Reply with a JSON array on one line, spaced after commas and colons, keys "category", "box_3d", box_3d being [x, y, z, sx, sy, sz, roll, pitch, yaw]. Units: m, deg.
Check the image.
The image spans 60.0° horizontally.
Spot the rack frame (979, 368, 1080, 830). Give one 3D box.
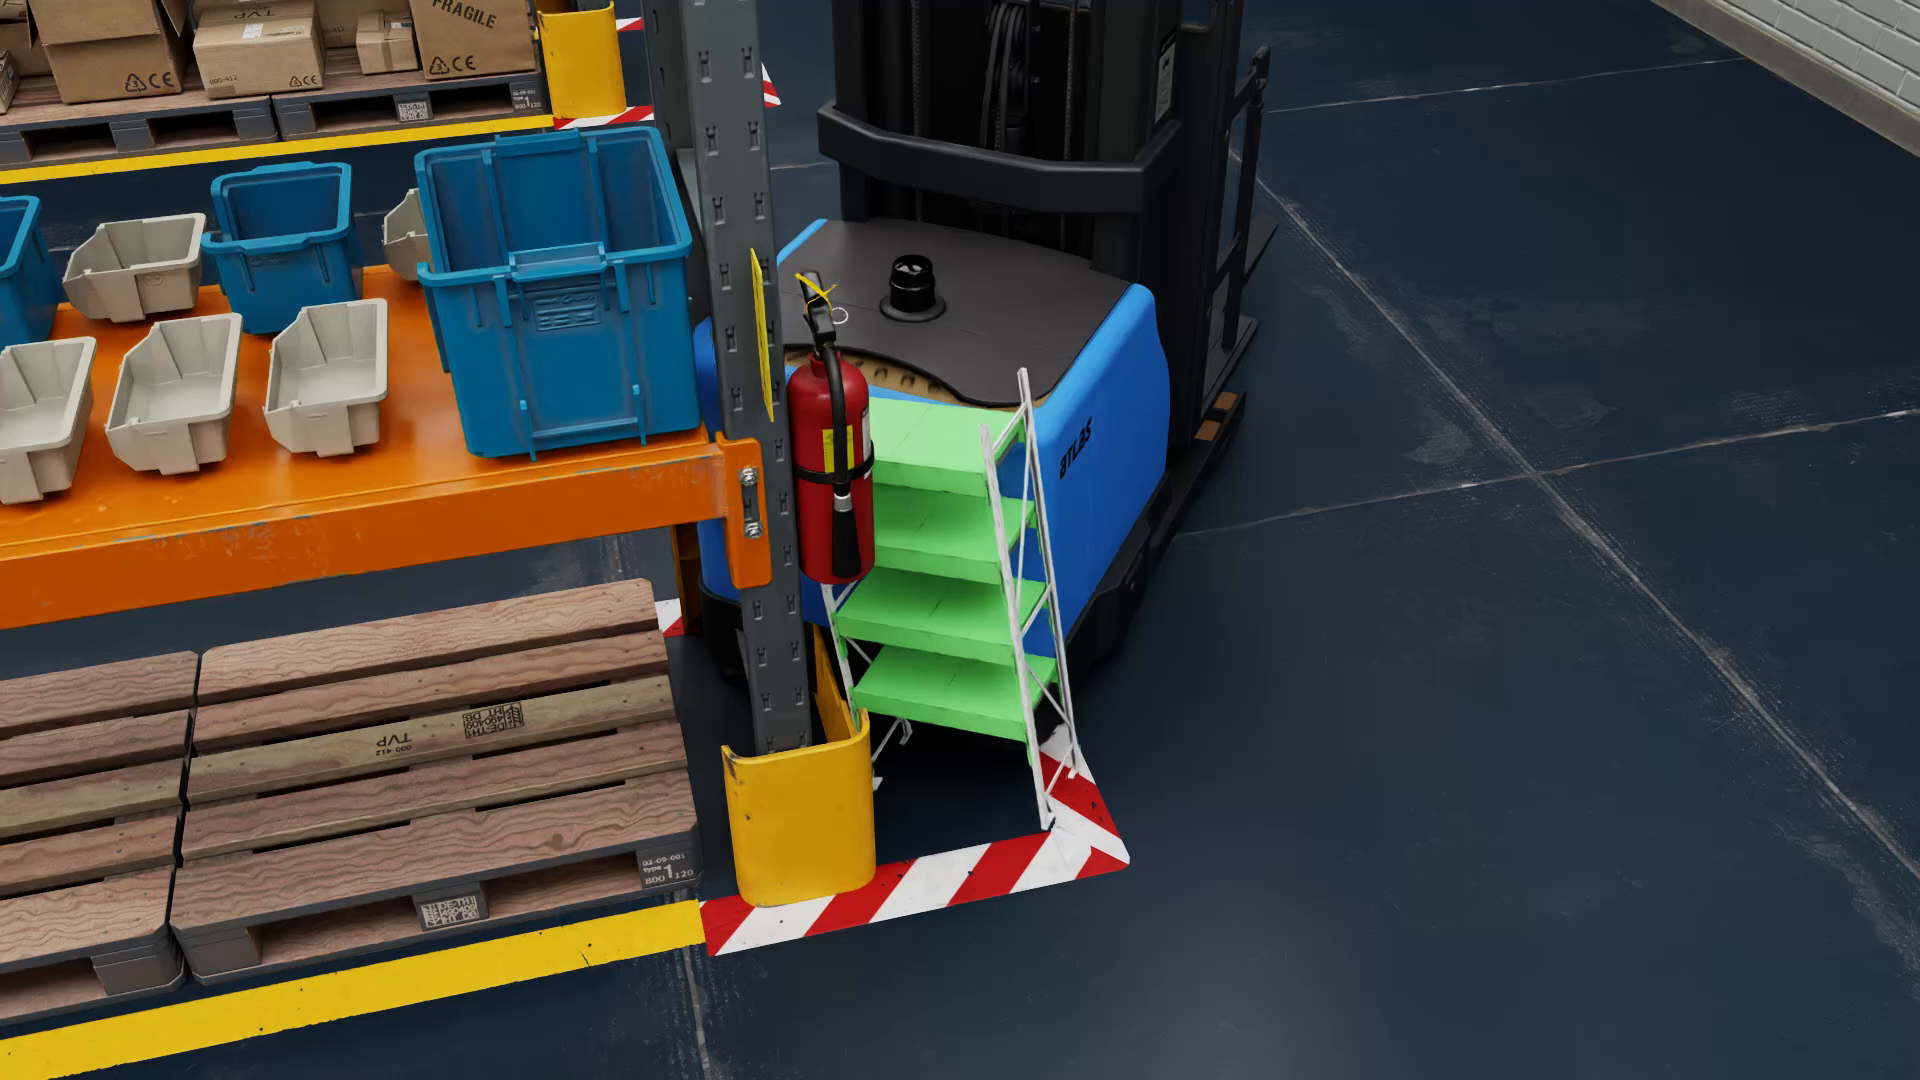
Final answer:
[{"category": "rack frame", "box_3d": [0.176, 0.175, 3.907, 0.015, 1.200, 0.240, 8, 39, 24]}]

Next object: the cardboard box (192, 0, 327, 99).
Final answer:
[{"category": "cardboard box", "box_3d": [-3.207, -2.265, 7.643, 0.500, 0.250, 0.500, -9, 38, -12]}]

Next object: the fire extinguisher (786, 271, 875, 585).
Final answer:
[{"category": "fire extinguisher", "box_3d": [-0.269, -0.218, 3.437, 0.183, 0.674, 0.296, -9, 38, -12]}]

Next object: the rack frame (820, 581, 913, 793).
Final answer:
[{"category": "rack frame", "box_3d": [-0.267, 0.111, 4.101, 0.015, 1.200, 0.240, 8, 39, 24]}]

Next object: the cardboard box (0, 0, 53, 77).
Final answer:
[{"category": "cardboard box", "box_3d": [-4.483, -2.394, 7.762, 0.500, 0.311, 0.500, -9, 38, -12]}]

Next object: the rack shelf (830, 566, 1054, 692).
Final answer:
[{"category": "rack shelf", "box_3d": [-0.036, 0.194, 4.041, 0.480, 0.148, 0.258, 8, 39, 24]}]

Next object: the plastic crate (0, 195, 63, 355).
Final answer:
[{"category": "plastic crate", "box_3d": [-2.129, -0.543, 3.579, 0.300, 0.233, 0.416, -9, 38, -12]}]

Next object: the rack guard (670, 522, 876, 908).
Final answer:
[{"category": "rack guard", "box_3d": [-0.514, 0.342, 4.392, 0.348, 0.500, 1.175, -9, 38, -12]}]

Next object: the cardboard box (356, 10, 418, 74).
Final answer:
[{"category": "cardboard box", "box_3d": [-2.697, -2.353, 7.827, 0.250, 0.166, 0.380, -9, 38, -12]}]

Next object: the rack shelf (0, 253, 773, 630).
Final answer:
[{"category": "rack shelf", "box_3d": [-2.464, -0.037, 3.422, 4.000, 0.370, 1.077, -9, 38, -12]}]

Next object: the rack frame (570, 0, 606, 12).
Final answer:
[{"category": "rack frame", "box_3d": [-1.821, -3.546, 7.416, 0.127, 3.000, 1.000, -9, 38, -12]}]

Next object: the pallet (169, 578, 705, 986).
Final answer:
[{"category": "pallet", "box_3d": [-1.340, 0.576, 4.324, 1.213, 0.211, 1.003, -9, 38, -12]}]

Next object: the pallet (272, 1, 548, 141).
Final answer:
[{"category": "pallet", "box_3d": [-2.664, -2.299, 8.082, 1.213, 0.211, 1.003, -9, 38, -12]}]

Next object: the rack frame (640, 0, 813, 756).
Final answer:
[{"category": "rack frame", "box_3d": [-0.534, -0.640, 3.618, 0.127, 3.000, 1.000, -9, 38, -12]}]

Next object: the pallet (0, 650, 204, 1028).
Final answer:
[{"category": "pallet", "box_3d": [-2.515, 0.767, 4.074, 1.213, 0.211, 1.003, -9, 38, -12]}]

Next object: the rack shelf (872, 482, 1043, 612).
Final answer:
[{"category": "rack shelf", "box_3d": [-0.070, 0.001, 3.902, 0.480, 0.148, 0.258, 8, 39, 24]}]

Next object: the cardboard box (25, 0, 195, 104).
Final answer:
[{"category": "cardboard box", "box_3d": [-3.871, -2.396, 7.606, 0.637, 0.503, 0.797, -9, 38, -12]}]

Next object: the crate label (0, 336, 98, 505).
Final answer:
[{"category": "crate label", "box_3d": [-1.820, -0.228, 3.246, 0.243, 0.136, 0.396, -9, 38, -12]}]

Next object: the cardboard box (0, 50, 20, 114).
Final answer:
[{"category": "cardboard box", "box_3d": [-4.389, -2.044, 7.423, 0.250, 0.166, 0.380, -9, 38, -12]}]

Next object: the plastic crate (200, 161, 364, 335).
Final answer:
[{"category": "plastic crate", "box_3d": [-1.493, -0.647, 3.715, 0.300, 0.233, 0.416, -9, 38, -12]}]

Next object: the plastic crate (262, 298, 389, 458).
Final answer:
[{"category": "plastic crate", "box_3d": [-1.274, -0.323, 3.372, 0.243, 0.136, 0.396, -9, 38, -12]}]

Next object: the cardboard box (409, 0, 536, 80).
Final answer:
[{"category": "cardboard box", "box_3d": [-2.282, -2.497, 7.741, 0.500, 0.500, 0.500, -9, 38, -12]}]

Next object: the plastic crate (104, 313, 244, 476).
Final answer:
[{"category": "plastic crate", "box_3d": [-1.557, -0.286, 3.323, 0.243, 0.136, 0.396, -9, 38, -12]}]

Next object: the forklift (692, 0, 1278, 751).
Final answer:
[{"category": "forklift", "box_3d": [0.331, -1.496, 4.794, 1.130, 2.935, 3.031, 15, 40, 19]}]

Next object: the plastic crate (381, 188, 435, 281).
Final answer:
[{"category": "plastic crate", "box_3d": [-1.189, -0.711, 3.878, 0.298, 0.136, 0.250, -9, 38, -12]}]

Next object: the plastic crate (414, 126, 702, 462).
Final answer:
[{"category": "plastic crate", "box_3d": [-0.808, -0.515, 3.376, 0.499, 0.435, 0.616, -9, 38, -12]}]

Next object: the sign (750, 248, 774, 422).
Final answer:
[{"category": "sign", "box_3d": [-0.374, -0.384, 3.149, 0.005, 0.325, 0.100, -9, 38, -12]}]

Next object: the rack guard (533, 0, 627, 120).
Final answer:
[{"category": "rack guard", "box_3d": [-1.895, -2.541, 8.160, 0.348, 0.500, 1.175, -9, 38, -12]}]

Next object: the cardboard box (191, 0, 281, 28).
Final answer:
[{"category": "cardboard box", "box_3d": [-3.386, -2.550, 8.016, 0.500, 0.250, 0.500, -9, 38, -12]}]

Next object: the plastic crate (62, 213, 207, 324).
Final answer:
[{"category": "plastic crate", "box_3d": [-1.844, -0.603, 3.737, 0.298, 0.136, 0.250, -9, 38, -12]}]

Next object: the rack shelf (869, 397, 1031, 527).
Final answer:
[{"category": "rack shelf", "box_3d": [-0.103, -0.191, 3.763, 0.480, 0.148, 0.258, 8, 39, 24]}]

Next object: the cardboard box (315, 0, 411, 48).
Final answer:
[{"category": "cardboard box", "box_3d": [-2.903, -2.630, 8.120, 0.500, 0.250, 0.500, -9, 38, -12]}]

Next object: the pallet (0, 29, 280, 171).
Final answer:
[{"category": "pallet", "box_3d": [-3.840, -2.108, 7.832, 1.213, 0.211, 1.003, -9, 38, -12]}]

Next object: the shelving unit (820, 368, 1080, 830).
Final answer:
[{"category": "shelving unit", "box_3d": [-0.045, 0.143, 4.004, 0.503, 1.200, 0.258, 8, 39, 24]}]

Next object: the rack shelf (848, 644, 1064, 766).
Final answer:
[{"category": "rack shelf", "box_3d": [-0.003, 0.387, 4.180, 0.480, 0.148, 0.258, 8, 39, 24]}]

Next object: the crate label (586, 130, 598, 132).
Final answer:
[{"category": "crate label", "box_3d": [-0.858, -0.751, 3.851, 0.303, 0.233, 0.416, -9, 38, -12]}]
